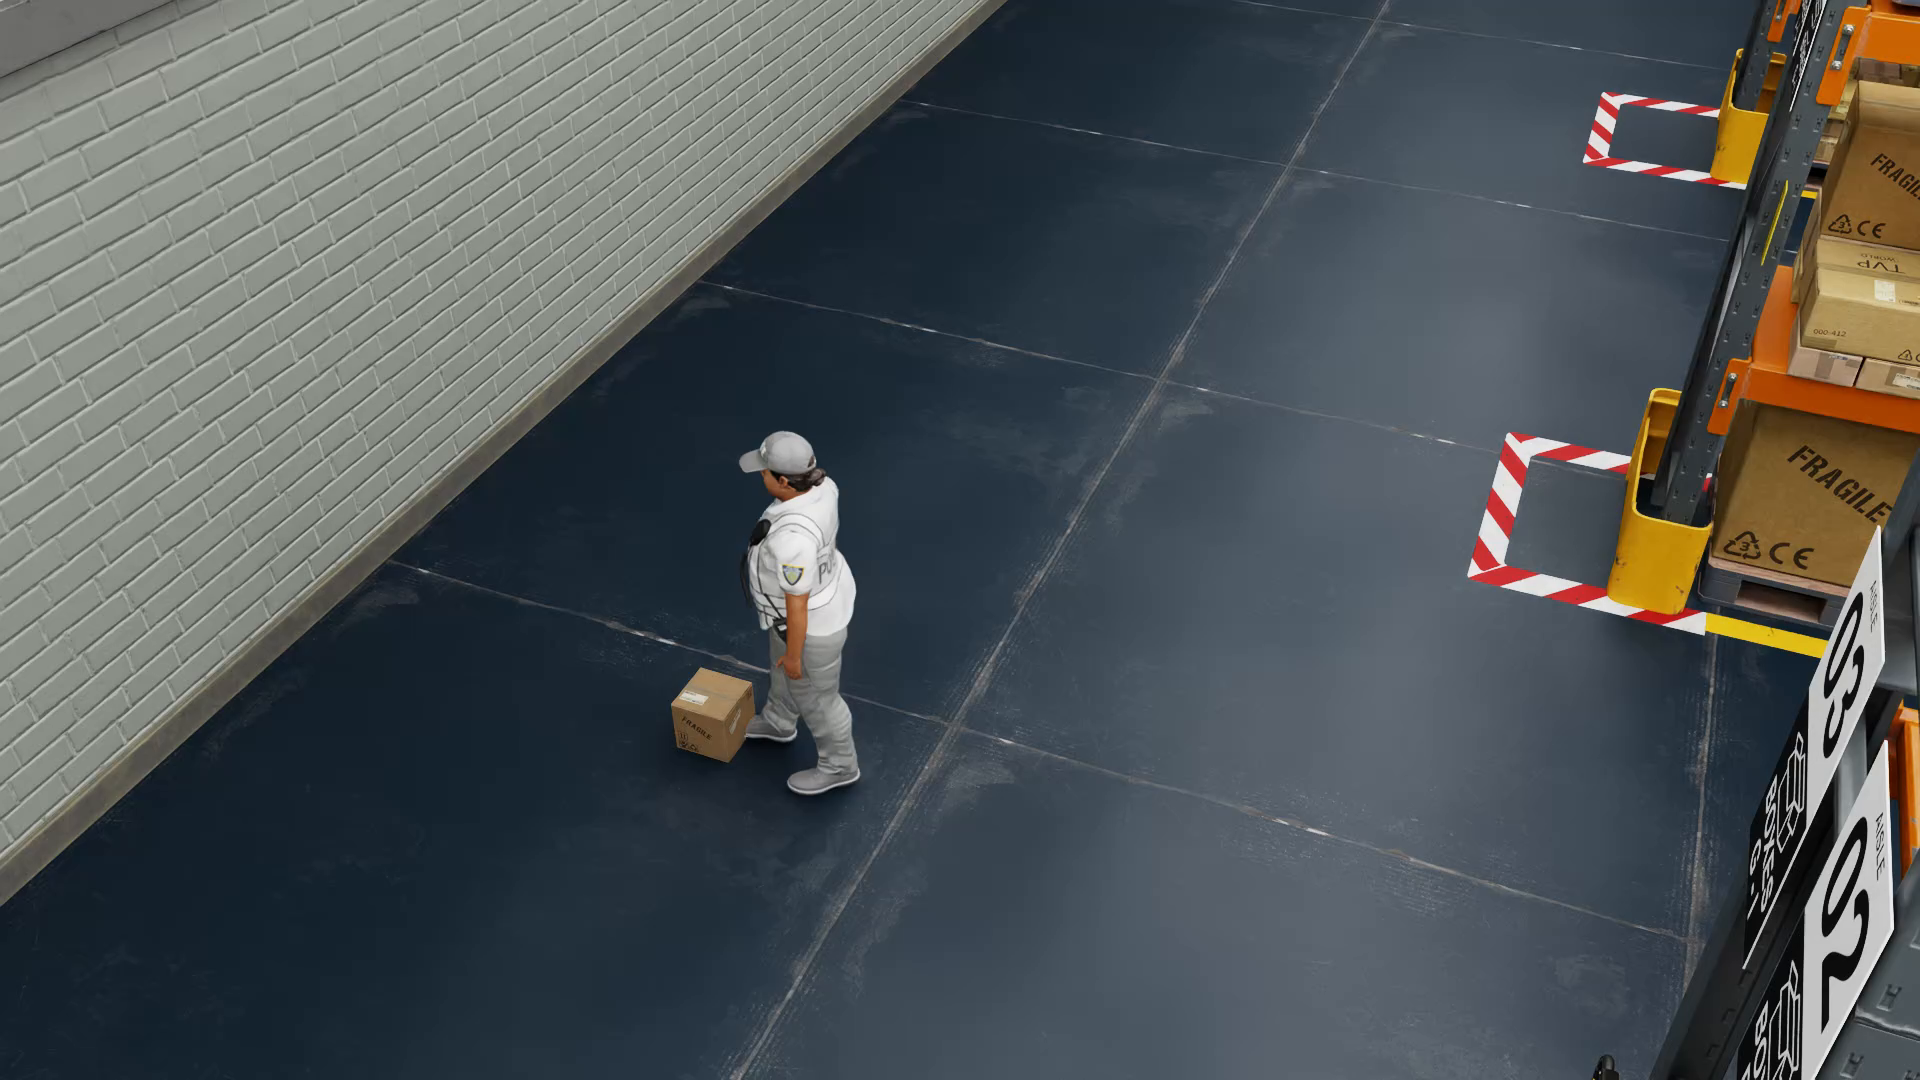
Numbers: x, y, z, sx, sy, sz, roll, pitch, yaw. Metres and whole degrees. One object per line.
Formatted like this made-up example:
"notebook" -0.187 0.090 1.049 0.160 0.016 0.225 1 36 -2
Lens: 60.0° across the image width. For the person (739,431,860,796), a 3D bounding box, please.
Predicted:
"person" -0.701 0.284 6.435 0.597 1.657 0.509 3 38 4
